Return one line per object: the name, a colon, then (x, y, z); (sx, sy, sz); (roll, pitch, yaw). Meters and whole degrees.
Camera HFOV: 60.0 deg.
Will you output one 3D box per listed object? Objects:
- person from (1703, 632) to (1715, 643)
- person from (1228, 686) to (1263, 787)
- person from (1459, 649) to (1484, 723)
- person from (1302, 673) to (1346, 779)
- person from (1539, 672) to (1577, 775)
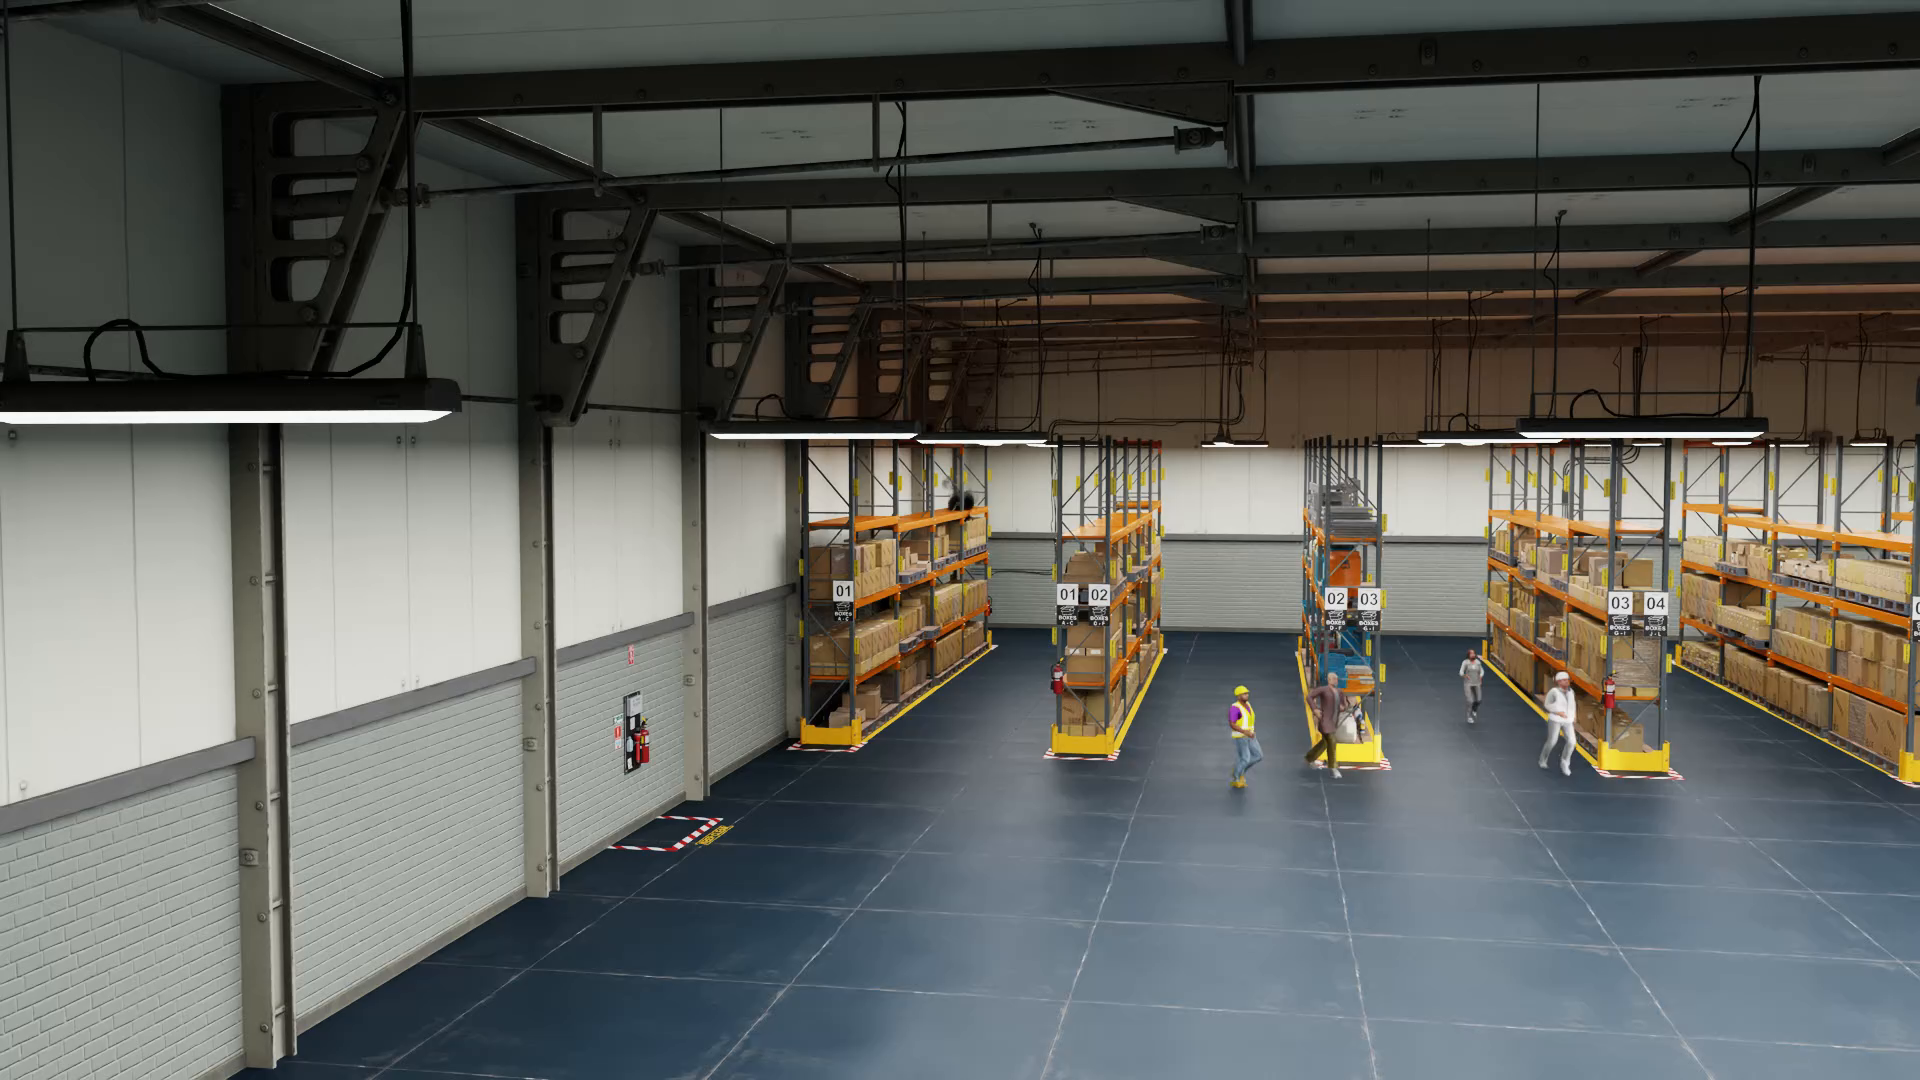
person: (20.564, 2.438, 45.553); (0.602, 1.619, 0.760); (-2, 4, -37)
person: (4.838, 3.331, 28.205); (0.549, 1.721, 0.711); (2, 4, 38)
person: (10.729, 3.032, 34.788); (0.526, 1.509, 0.536); (0, 3, 3)
person: (6.513, 3.254, 29.448); (0.777, 1.808, 0.914); (-3, 4, -43)
person: (10.699, 3.251, 29.582); (0.688, 1.829, 0.671); (-1, 3, -10)
